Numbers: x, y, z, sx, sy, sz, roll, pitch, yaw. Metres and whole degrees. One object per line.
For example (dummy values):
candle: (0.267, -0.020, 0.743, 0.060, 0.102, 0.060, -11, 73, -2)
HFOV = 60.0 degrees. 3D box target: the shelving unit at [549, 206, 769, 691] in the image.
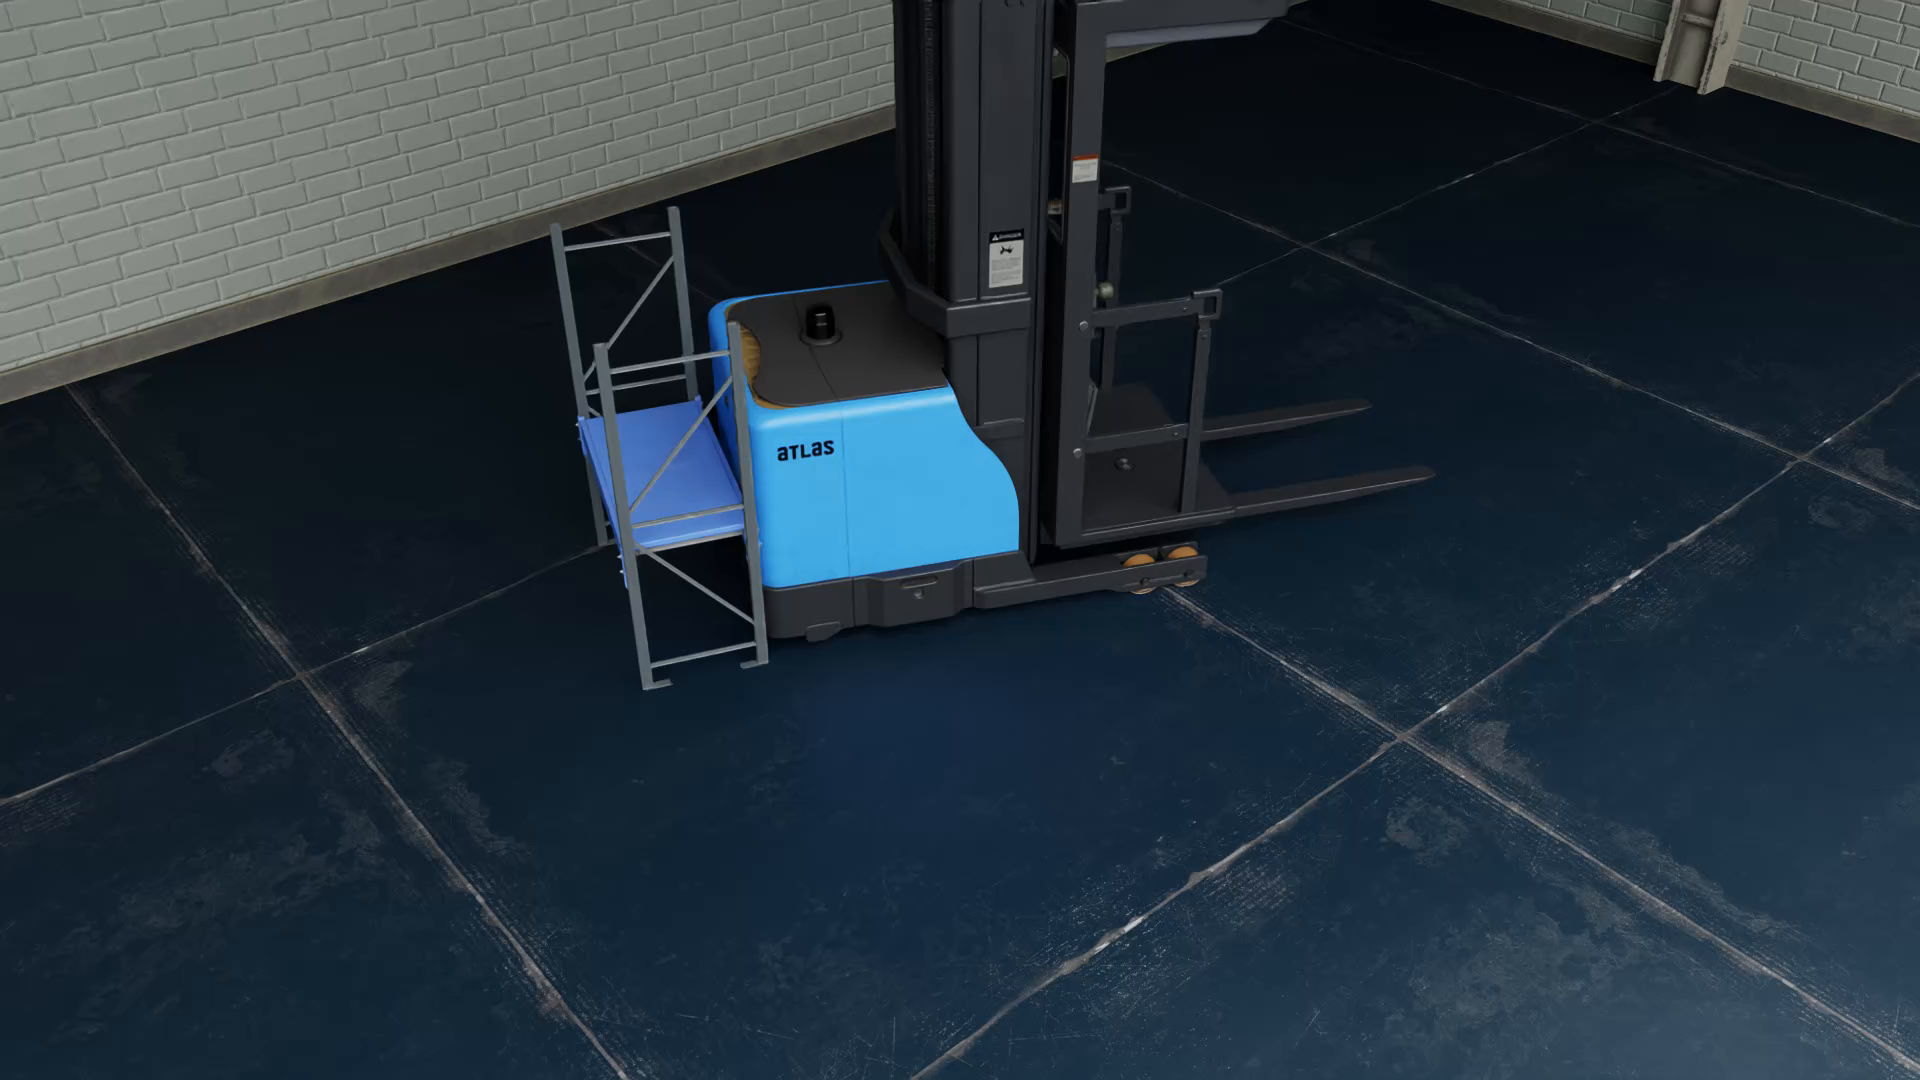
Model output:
shelving unit: (-1.164, -0.361, 6.462, 0.538, 1.500, 1.048, -12, 37, -16)

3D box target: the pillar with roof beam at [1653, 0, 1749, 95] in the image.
pillar with roof beam: (1.912, -5.332, 6.993, 9.100, 9.000, 0.400, -26, 43, -32)

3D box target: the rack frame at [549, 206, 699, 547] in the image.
rack frame: (-1.334, -0.638, 6.853, 0.500, 1.500, 0.032, -12, 37, -16)

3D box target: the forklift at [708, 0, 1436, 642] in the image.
forklift: (0.537, -1.256, 6.487, 3.031, 2.935, 1.130, -9, 36, -12)

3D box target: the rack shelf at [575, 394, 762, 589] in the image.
rack shelf: (-1.164, -0.214, 6.566, 0.538, 0.185, 1.000, -12, 37, -16)

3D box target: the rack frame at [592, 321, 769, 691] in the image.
rack frame: (-0.994, -0.084, 6.071, 0.500, 1.500, 0.032, -12, 37, -16)
